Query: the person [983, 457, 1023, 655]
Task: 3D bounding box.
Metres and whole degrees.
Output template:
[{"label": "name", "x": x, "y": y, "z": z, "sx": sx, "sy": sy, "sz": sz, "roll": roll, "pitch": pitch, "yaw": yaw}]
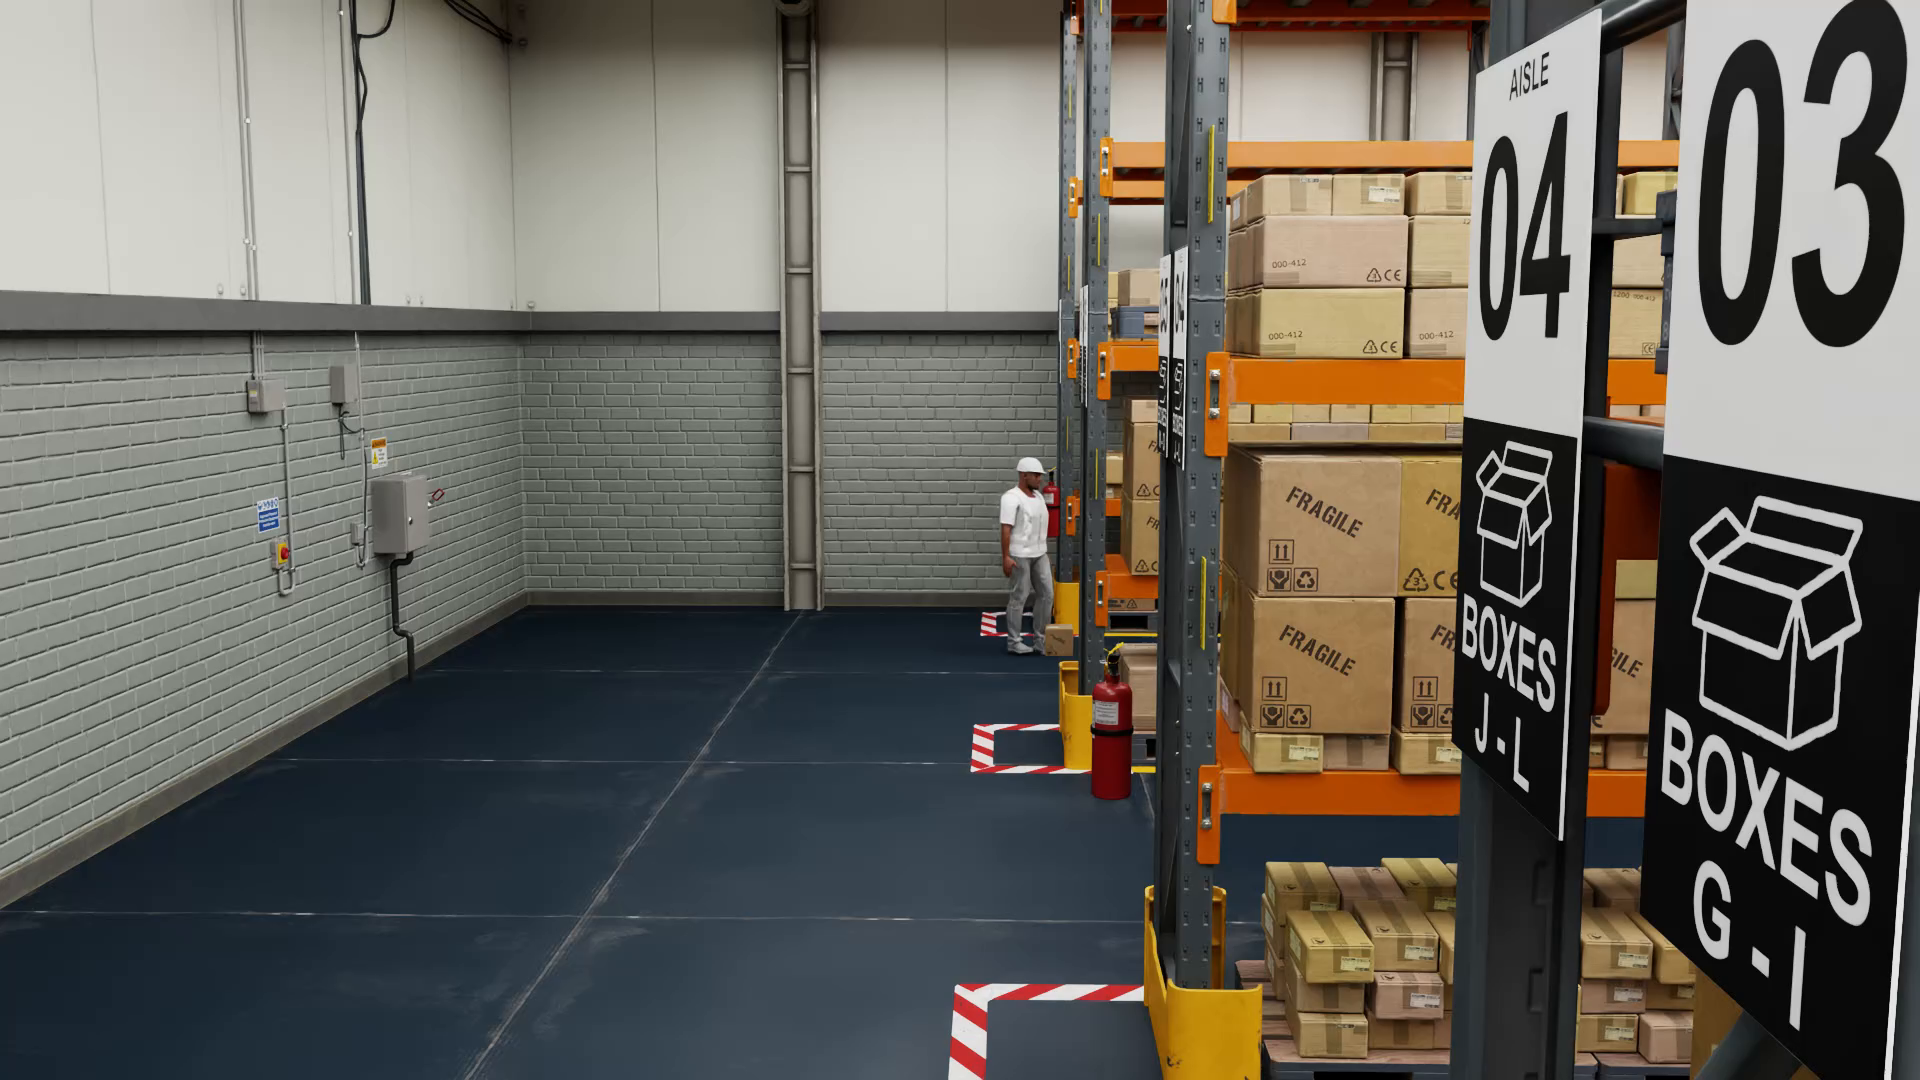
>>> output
[{"label": "person", "x": 0.388, "y": 0.138, "z": 14.971, "sx": 0.358, "sy": 1.769, "sz": 0.584, "roll": 0, "pitch": 7, "yaw": 0}]
